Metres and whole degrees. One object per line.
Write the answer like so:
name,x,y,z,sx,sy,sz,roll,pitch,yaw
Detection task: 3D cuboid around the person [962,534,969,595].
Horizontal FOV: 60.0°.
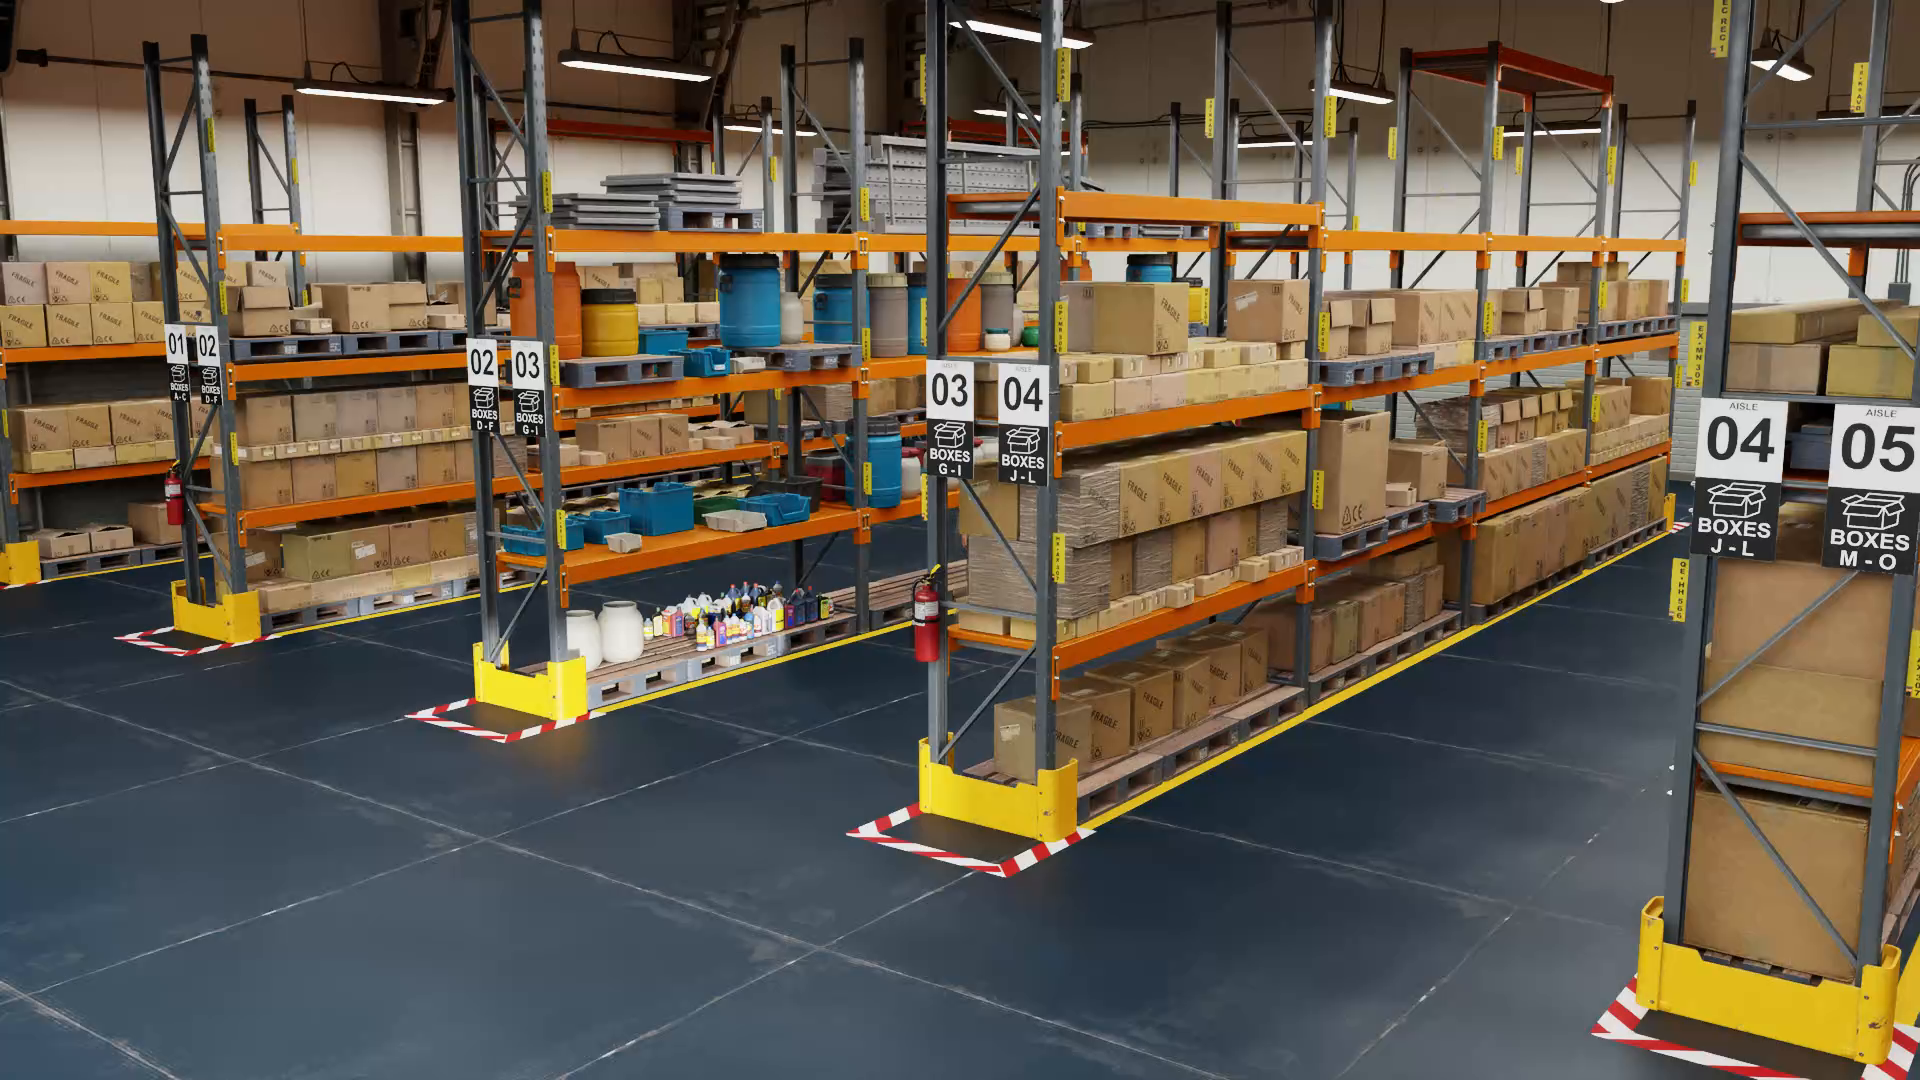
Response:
person,0.293,-0.012,18.038,0.586,1.720,0.421,6,12,32
